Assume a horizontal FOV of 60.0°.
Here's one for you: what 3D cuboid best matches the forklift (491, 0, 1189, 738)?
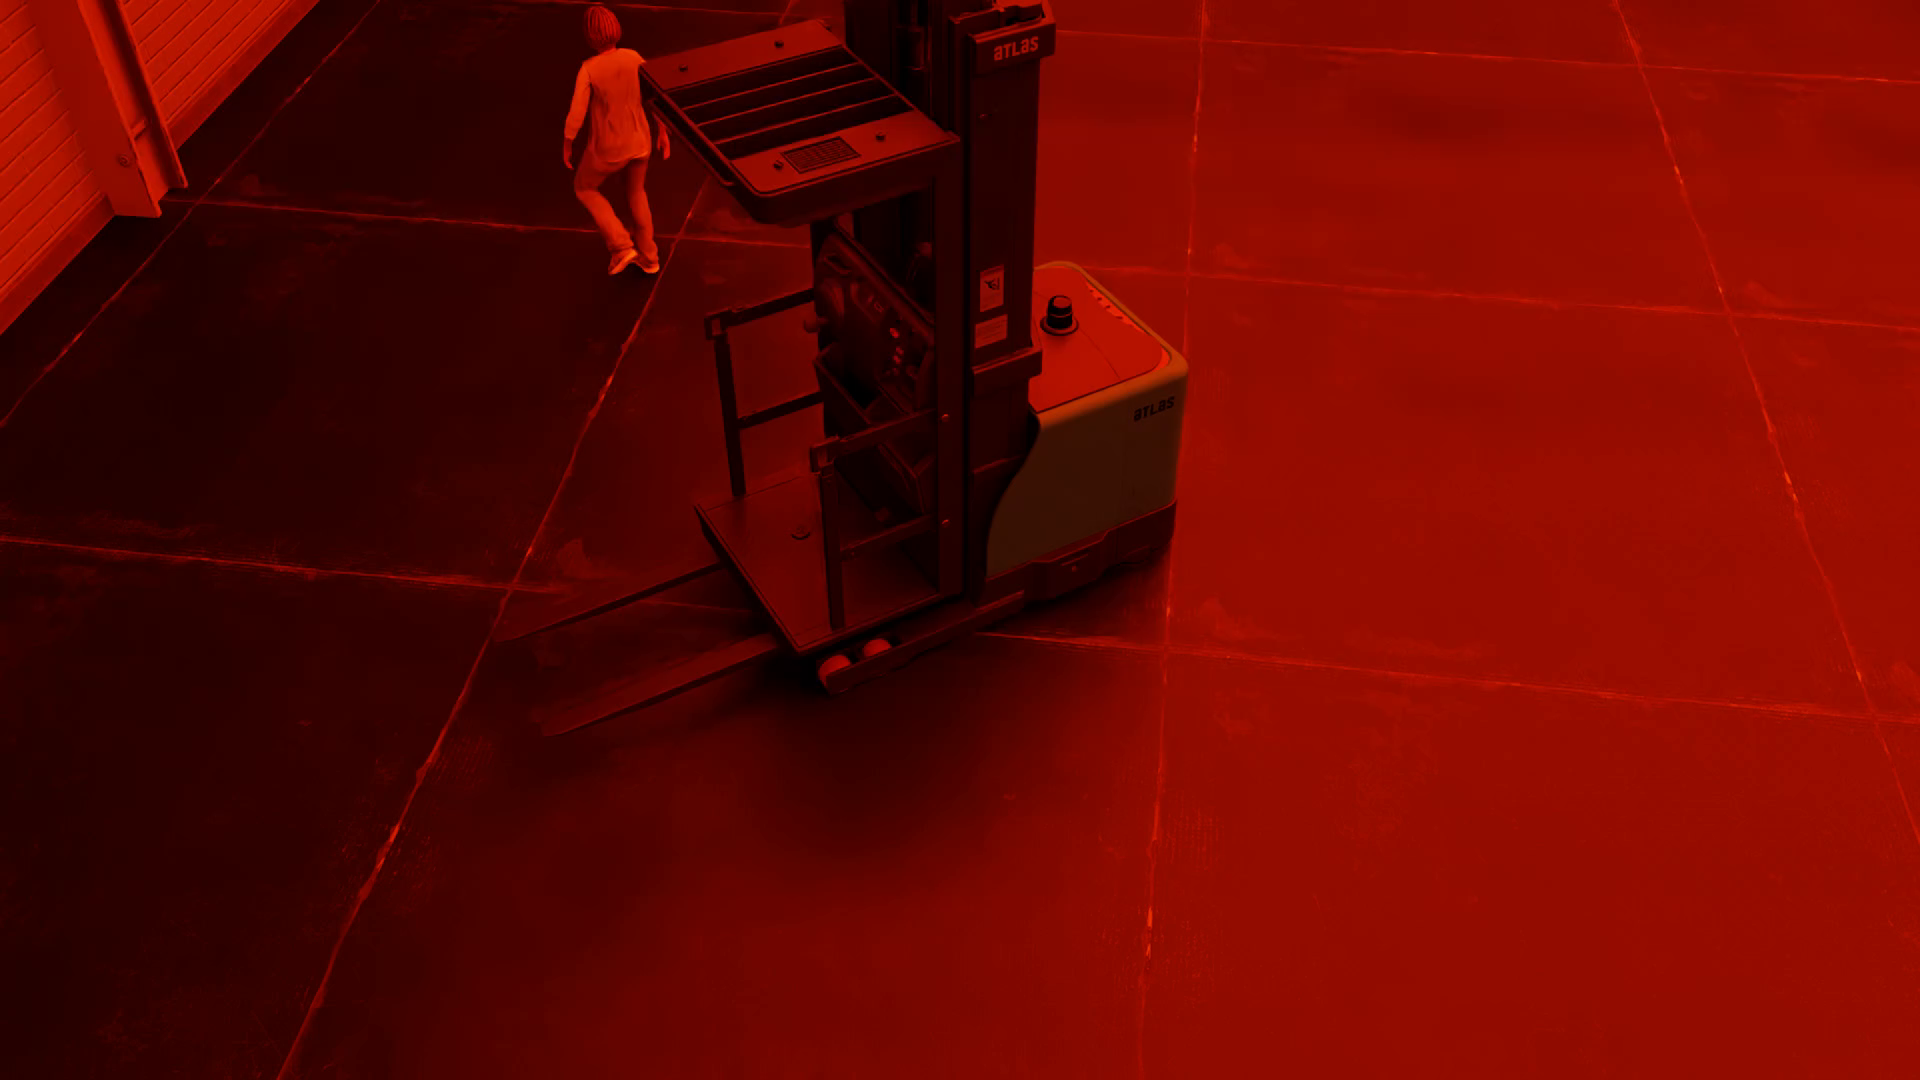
[{"bbox_3d":[-0.532,-0.831,6.628,3.031,2.935,1.130,-21,47,-22],"label":"forklift"}]

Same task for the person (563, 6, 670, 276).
[{"bbox_3d":[-1.882,-2.145,9.071,0.566,1.566,0.419,-30,50,-28],"label":"person"}]
